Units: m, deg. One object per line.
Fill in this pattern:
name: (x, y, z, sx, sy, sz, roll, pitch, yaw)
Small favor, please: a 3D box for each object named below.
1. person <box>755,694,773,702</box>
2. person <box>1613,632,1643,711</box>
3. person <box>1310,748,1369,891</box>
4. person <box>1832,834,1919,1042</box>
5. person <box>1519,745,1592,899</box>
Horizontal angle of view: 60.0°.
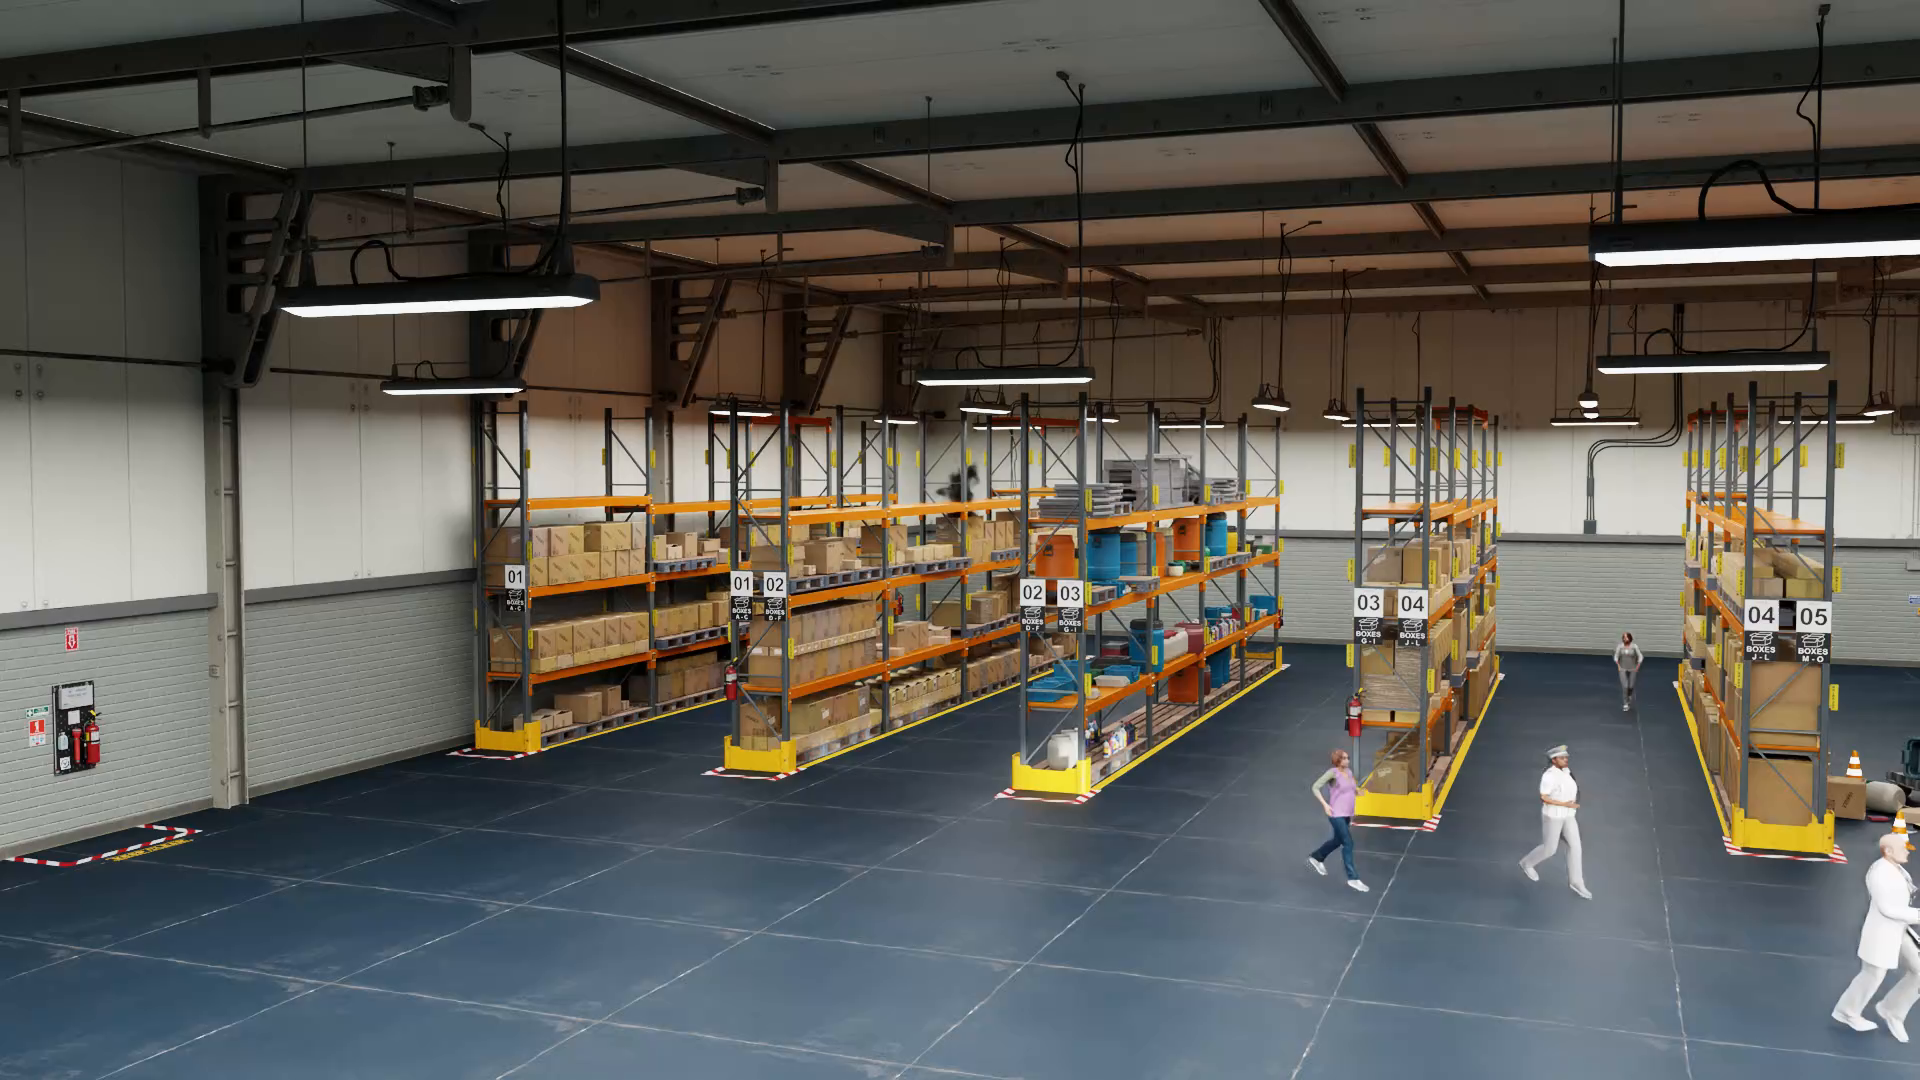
person: (-3.485, 2.706, 29.976, 0.611, 1.670, 0.720, 1, 3, 15)
person: (13.323, 2.617, 33.180, 0.541, 1.566, 0.496, 1, 3, 26)
person: (4.434, 3.233, 19.445, 0.531, 1.593, 0.878, -3, 4, -43)
person: (7.999, 3.423, 14.311, 0.668, 1.807, 0.878, -2, 4, -40)
person: (6.912, 3.216, 19.252, 0.589, 1.718, 0.923, -2, 3, -31)
